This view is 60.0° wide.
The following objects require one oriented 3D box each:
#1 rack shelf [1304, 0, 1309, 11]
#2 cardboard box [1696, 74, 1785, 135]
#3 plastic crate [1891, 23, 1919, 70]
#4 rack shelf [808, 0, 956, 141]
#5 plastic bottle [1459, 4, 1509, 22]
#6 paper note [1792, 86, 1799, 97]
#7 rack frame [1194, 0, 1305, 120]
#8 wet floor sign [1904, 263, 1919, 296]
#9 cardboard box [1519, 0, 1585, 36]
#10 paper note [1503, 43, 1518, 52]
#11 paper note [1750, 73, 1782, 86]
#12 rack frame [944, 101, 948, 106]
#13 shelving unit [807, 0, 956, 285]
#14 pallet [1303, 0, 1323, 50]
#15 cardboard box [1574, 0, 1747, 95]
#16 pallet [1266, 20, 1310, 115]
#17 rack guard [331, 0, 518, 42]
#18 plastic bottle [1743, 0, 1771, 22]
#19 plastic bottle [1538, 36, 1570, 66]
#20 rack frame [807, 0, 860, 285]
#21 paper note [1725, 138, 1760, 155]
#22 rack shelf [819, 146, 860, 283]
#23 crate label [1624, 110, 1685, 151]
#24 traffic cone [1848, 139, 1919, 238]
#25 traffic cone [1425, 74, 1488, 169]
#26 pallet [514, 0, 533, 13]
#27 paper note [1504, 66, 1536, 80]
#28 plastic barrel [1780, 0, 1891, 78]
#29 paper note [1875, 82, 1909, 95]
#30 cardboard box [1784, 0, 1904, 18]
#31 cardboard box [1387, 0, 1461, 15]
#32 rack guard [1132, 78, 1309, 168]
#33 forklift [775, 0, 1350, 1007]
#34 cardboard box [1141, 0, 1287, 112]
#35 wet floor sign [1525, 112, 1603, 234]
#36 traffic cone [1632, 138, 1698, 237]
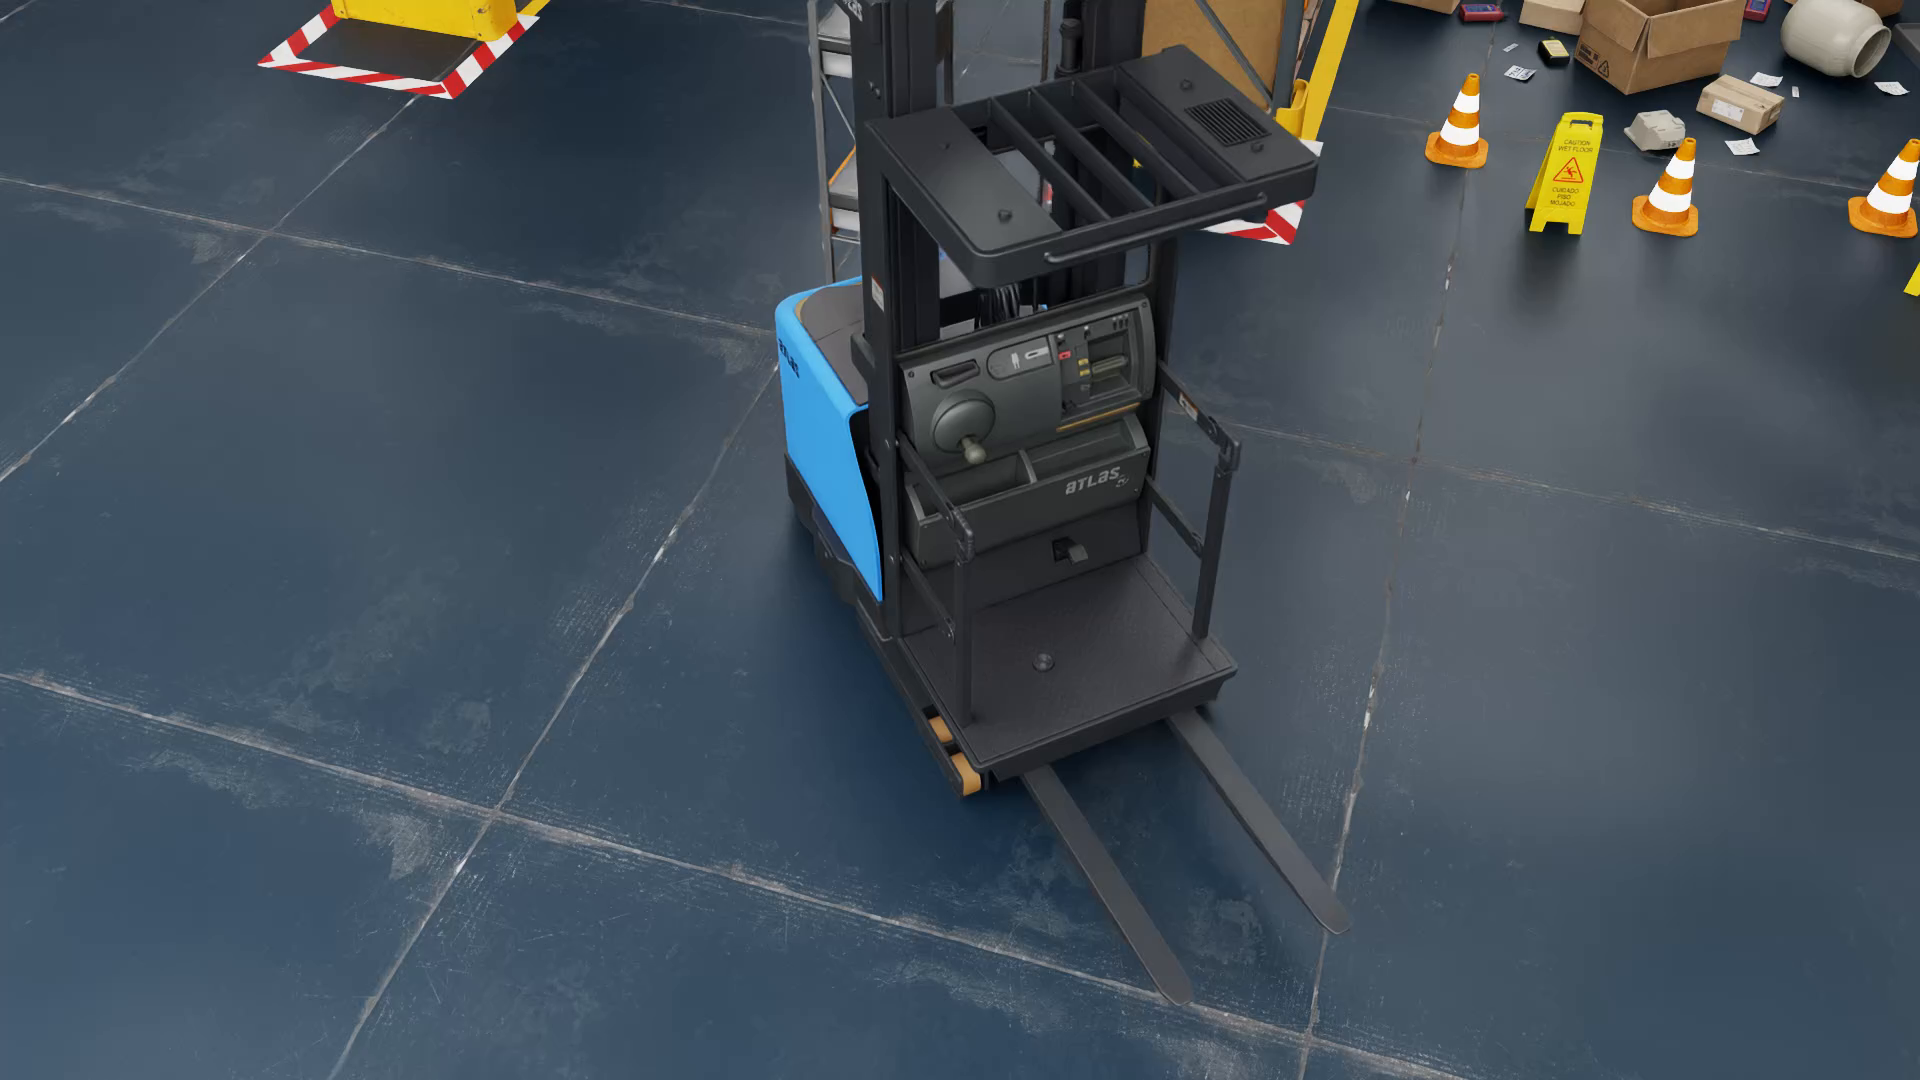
[{"bbox_3d":[1.897,-4.294,9.907,1.077,0.370,4.000,13,46,13],"label":"rack shelf"},{"bbox_3d":[4.511,-2.519,9.617,0.250,0.149,0.380,-33,53,-29],"label":"cardboard box"},{"bbox_3d":[5.994,-2.987,10.144,0.402,0.080,0.583,-2,44,-2],"label":"plastic crate"},{"bbox_3d":[-0.300,-1.878,6.585,0.431,0.518,0.480,14,46,14],"label":"rack shelf"},{"bbox_3d":[3.314,-3.333,10.511,0.283,0.061,0.133,-2,44,-2],"label":"plastic bottle"},{"bbox_3d":[4.953,-2.658,9.858,0.032,0.001,0.123,13,46,13],"label":"paper note"},{"bbox_3d":[1.291,-3.218,8.293,1.000,3.000,0.127,13,46,13],"label":"rack frame"},{"bbox_3d":[4.962,-1.496,8.216,0.267,0.644,0.232,28,51,26],"label":"wet floor sign"},{"bbox_3d":[3.737,-3.371,10.405,0.396,0.266,0.258,20,48,19],"label":"cardboard box"},{"bbox_3d":[3.393,-3.034,10.242,0.123,0.001,0.032,-33,53,-29],"label":"paper note"},{"bbox_3d":[4.829,-2.758,9.954,0.148,0.019,0.142,28,51,26],"label":"paper note"},{"bbox_3d":[-0.219,-1.548,7.230,0.400,2.100,0.015,14,46,14],"label":"rack frame"},{"bbox_3d":[-0.300,-1.387,7.065,0.431,2.100,0.503,14,46,14],"label":"shelving unit"},{"bbox_3d":[1.830,-3.582,10.658,1.003,0.211,1.213,13,46,13],"label":"pallet"},{"bbox_3d":[4.158,-3.052,9.908,0.797,0.503,0.637,-16,47,-16],"label":"cardboard box"},{"bbox_3d":[1.459,-2.771,9.830,1.003,0.211,1.213,13,46,13],"label":"pallet"},{"bbox_3d":[-3.382,-3.493,10.362,1.175,0.500,0.348,13,46,13],"label":"rack guard"},{"bbox_3d":[5.073,-3.390,10.570,0.133,0.061,0.283,20,48,19],"label":"plastic bottle"},{"bbox_3d":[3.621,-2.996,10.167,0.133,0.061,0.283,-2,44,-2],"label":"plastic bottle"},{"bbox_3d":[-0.380,-1.226,6.901,0.400,2.100,0.015,14,46,14],"label":"rack frame"},{"bbox_3d":[4.429,-2.228,9.404,0.148,0.019,0.142,-2,44,-2],"label":"paper note"},{"bbox_3d":[-0.300,-1.378,7.075,0.431,0.518,0.480,14,46,14],"label":"rack shelf"},{"bbox_3d":[3.958,-2.320,9.421,0.250,0.136,0.298,-9,45,-9],"label":"crate label"},{"bbox_3d":[4.940,-1.890,8.750,0.336,0.463,0.334,13,46,13],"label":"traffic cone"},{"bbox_3d":[2.805,-2.365,9.235,0.336,0.463,0.334,13,46,13],"label":"traffic cone"},{"bbox_3d":[-3.103,-3.924,11.008,1.003,0.211,1.213,13,46,13],"label":"pallet"},{"bbox_3d":[3.372,-2.814,10.004,0.144,0.017,0.142,28,51,26],"label":"paper note"},{"bbox_3d":[5.222,-3.014,9.926,0.421,0.421,0.512,-24,49,-22],"label":"plastic barrel"},{"bbox_3d":[5.537,-2.690,9.876,0.142,0.019,0.148,-2,44,-2],"label":"paper note"},{"bbox_3d":[5.629,-3.585,10.453,0.500,0.500,0.500,-24,49,-22],"label":"cardboard box"},{"bbox_3d":[3.010,-3.740,10.612,0.500,0.500,0.500,20,48,19],"label":"cardboard box"},{"bbox_3d":[1.284,-2.309,9.151,1.175,0.500,0.348,13,46,13],"label":"rack guard"},{"bbox_3d":[0.341,-0.454,5.517,1.130,2.935,3.031,-19,47,-18],"label":"forklift"},{"bbox_3d":[1.434,-3.075,9.366,0.875,0.875,0.875,13,46,13],"label":"cardboard box"},{"bbox_3d":[3.169,-1.938,8.668,0.267,0.644,0.232,5,45,5],"label":"wet floor sign"},{"bbox_3d":[3.779,-1.899,8.759,0.336,0.463,0.334,13,46,13],"label":"traffic cone"}]
